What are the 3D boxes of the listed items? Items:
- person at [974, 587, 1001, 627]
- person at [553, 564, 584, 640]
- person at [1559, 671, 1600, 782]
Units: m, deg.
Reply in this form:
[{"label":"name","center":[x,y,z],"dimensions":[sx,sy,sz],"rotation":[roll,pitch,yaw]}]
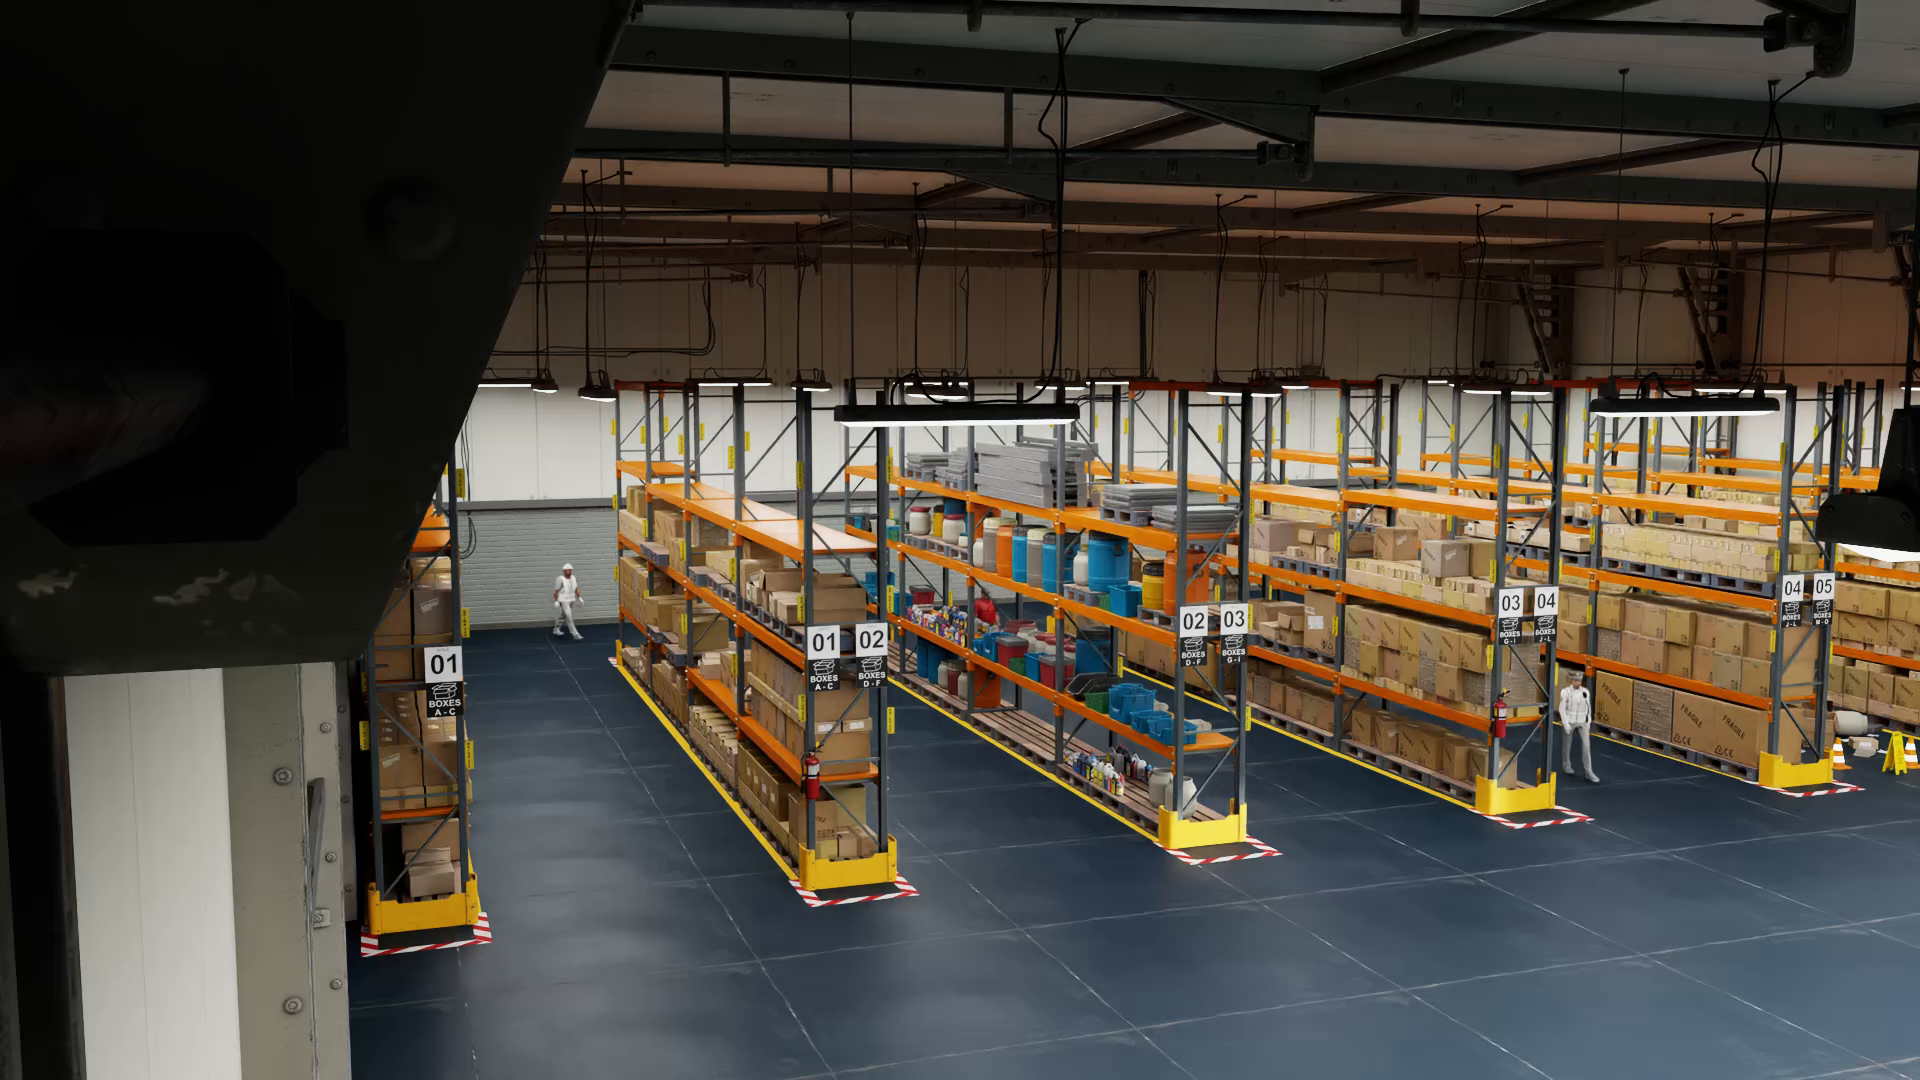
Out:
[{"label":"person","center":[0.607,1.728,33.956],"dimensions":[0.953,1.516,0.589],"rotation":[6,8,44]},{"label":"person","center":[-9.020,1.398,38.294],"dimensions":[1.110,1.712,0.580],"rotation":[3,7,30]},{"label":"person","center":[9.429,2.813,25.400],"dimensions":[0.532,1.629,0.888],"rotation":[1,6,7]}]
